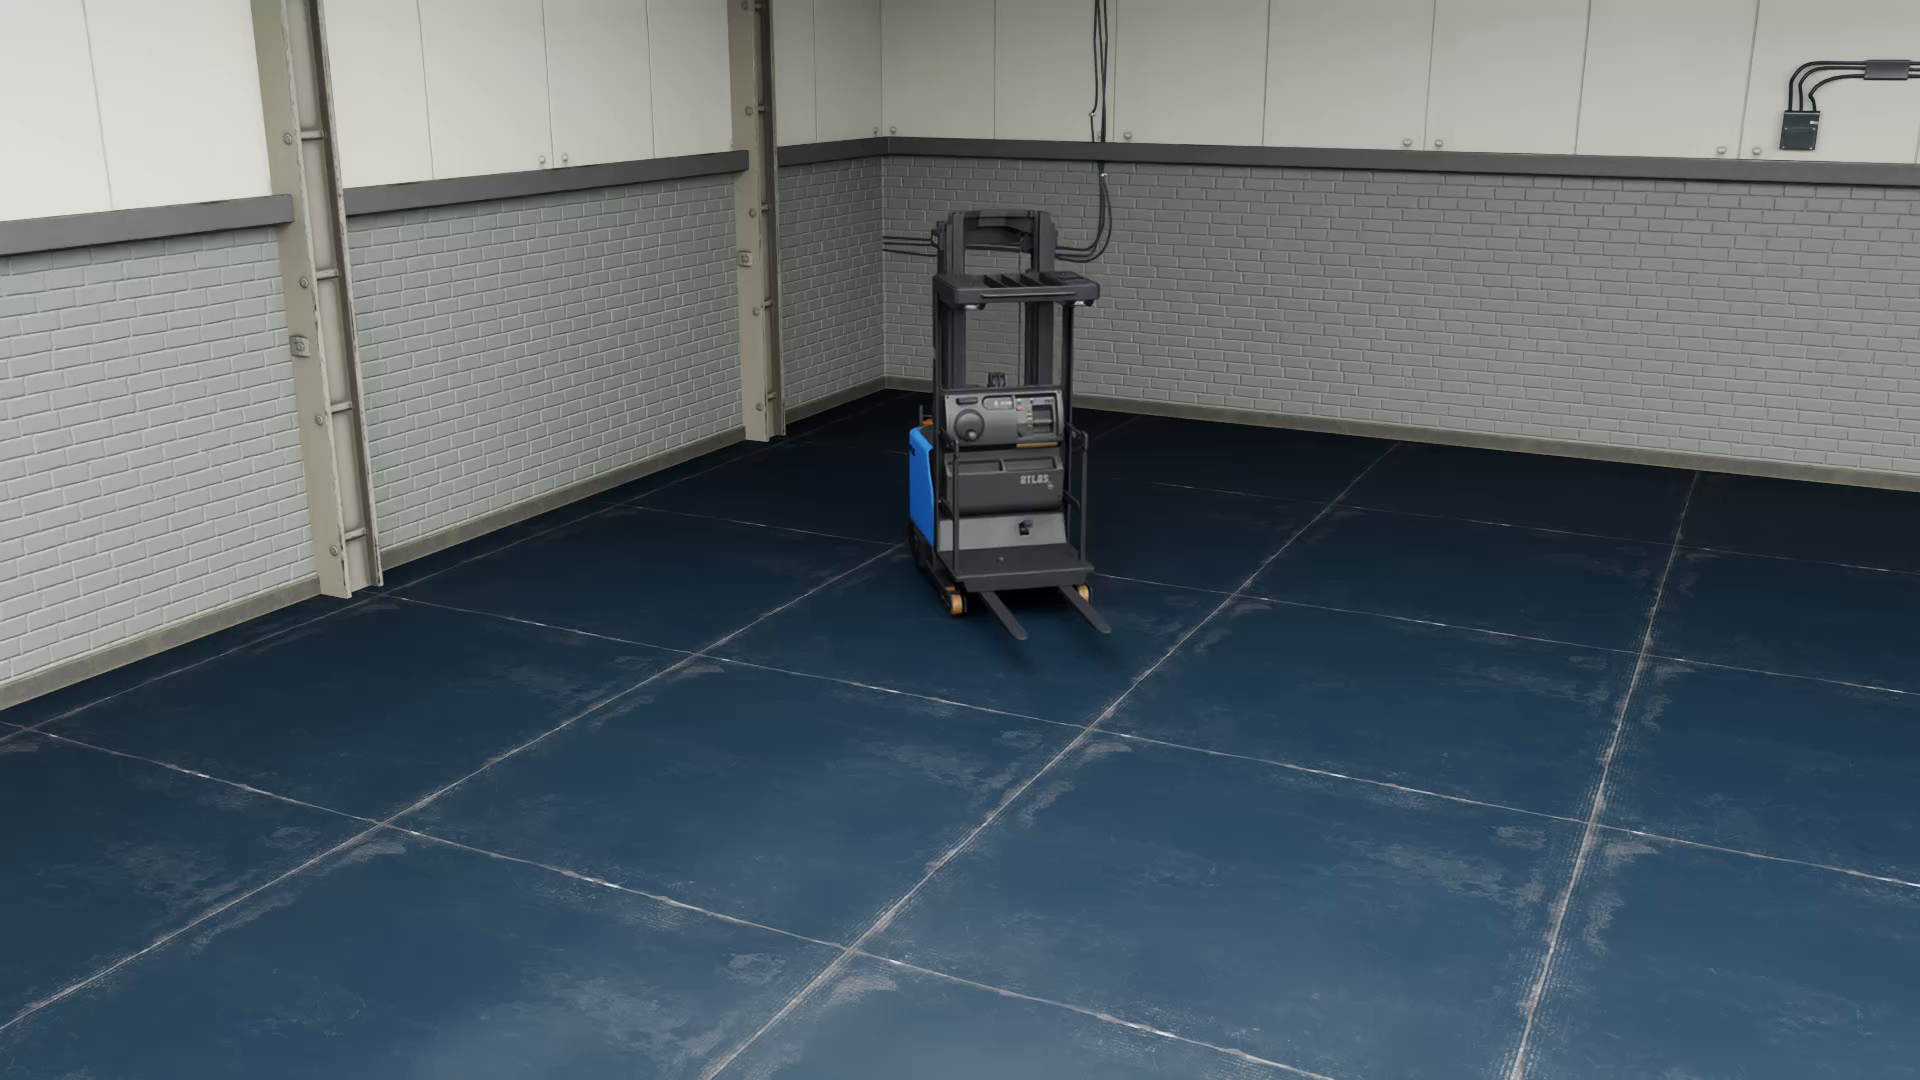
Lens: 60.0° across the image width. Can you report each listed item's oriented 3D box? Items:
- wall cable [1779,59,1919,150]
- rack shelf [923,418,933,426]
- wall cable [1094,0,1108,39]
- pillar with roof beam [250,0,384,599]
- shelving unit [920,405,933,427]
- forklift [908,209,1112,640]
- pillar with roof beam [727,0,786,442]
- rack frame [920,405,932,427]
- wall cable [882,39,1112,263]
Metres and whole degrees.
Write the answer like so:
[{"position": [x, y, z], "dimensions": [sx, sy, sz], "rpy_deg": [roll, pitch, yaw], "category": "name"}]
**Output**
[{"position": [8.829, -6.454, 14.477], "dimensions": [2.305, 6.003, 0.169], "rpy_deg": [8, 18, 25], "category": "wall cable"}, {"position": [-0.107, -0.989, 14.366], "dimensions": [0.258, 0.148, 0.480], "rpy_deg": [10, 19, 31], "category": "rack shelf"}, {"position": [2.763, -6.624, 17.606], "dimensions": [3.097, 2.526, 0.112], "rpy_deg": [8, 18, 25], "category": "wall cable"}, {"position": [-0.986, -3.378, 10.092], "dimensions": [9.100, 9.000, 0.400], "rpy_deg": [8, 18, 25], "category": "pillar with roof beam"}, {"position": [-0.107, -0.612, 14.478], "dimensions": [0.258, 1.200, 0.503], "rpy_deg": [10, 19, 31], "category": "shelving unit"}, {"position": [0.389, -0.949, 12.573], "dimensions": [1.130, 2.935, 3.031], "rpy_deg": [-4, 17, -12], "category": "forklift"}, {"position": [1.695, -4.906, 15.237], "dimensions": [9.100, 9.000, 0.400], "rpy_deg": [8, 18, 25], "category": "pillar with roof beam"}, {"position": [-0.240, -0.554, 14.282], "dimensions": [0.240, 1.200, 0.015], "rpy_deg": [10, 19, 31], "category": "rack frame"}, {"position": [0.343, -4.547, 19.484], "dimensions": [3.097, 2.526, 0.112], "rpy_deg": [8, 18, 25], "category": "wall cable"}]
